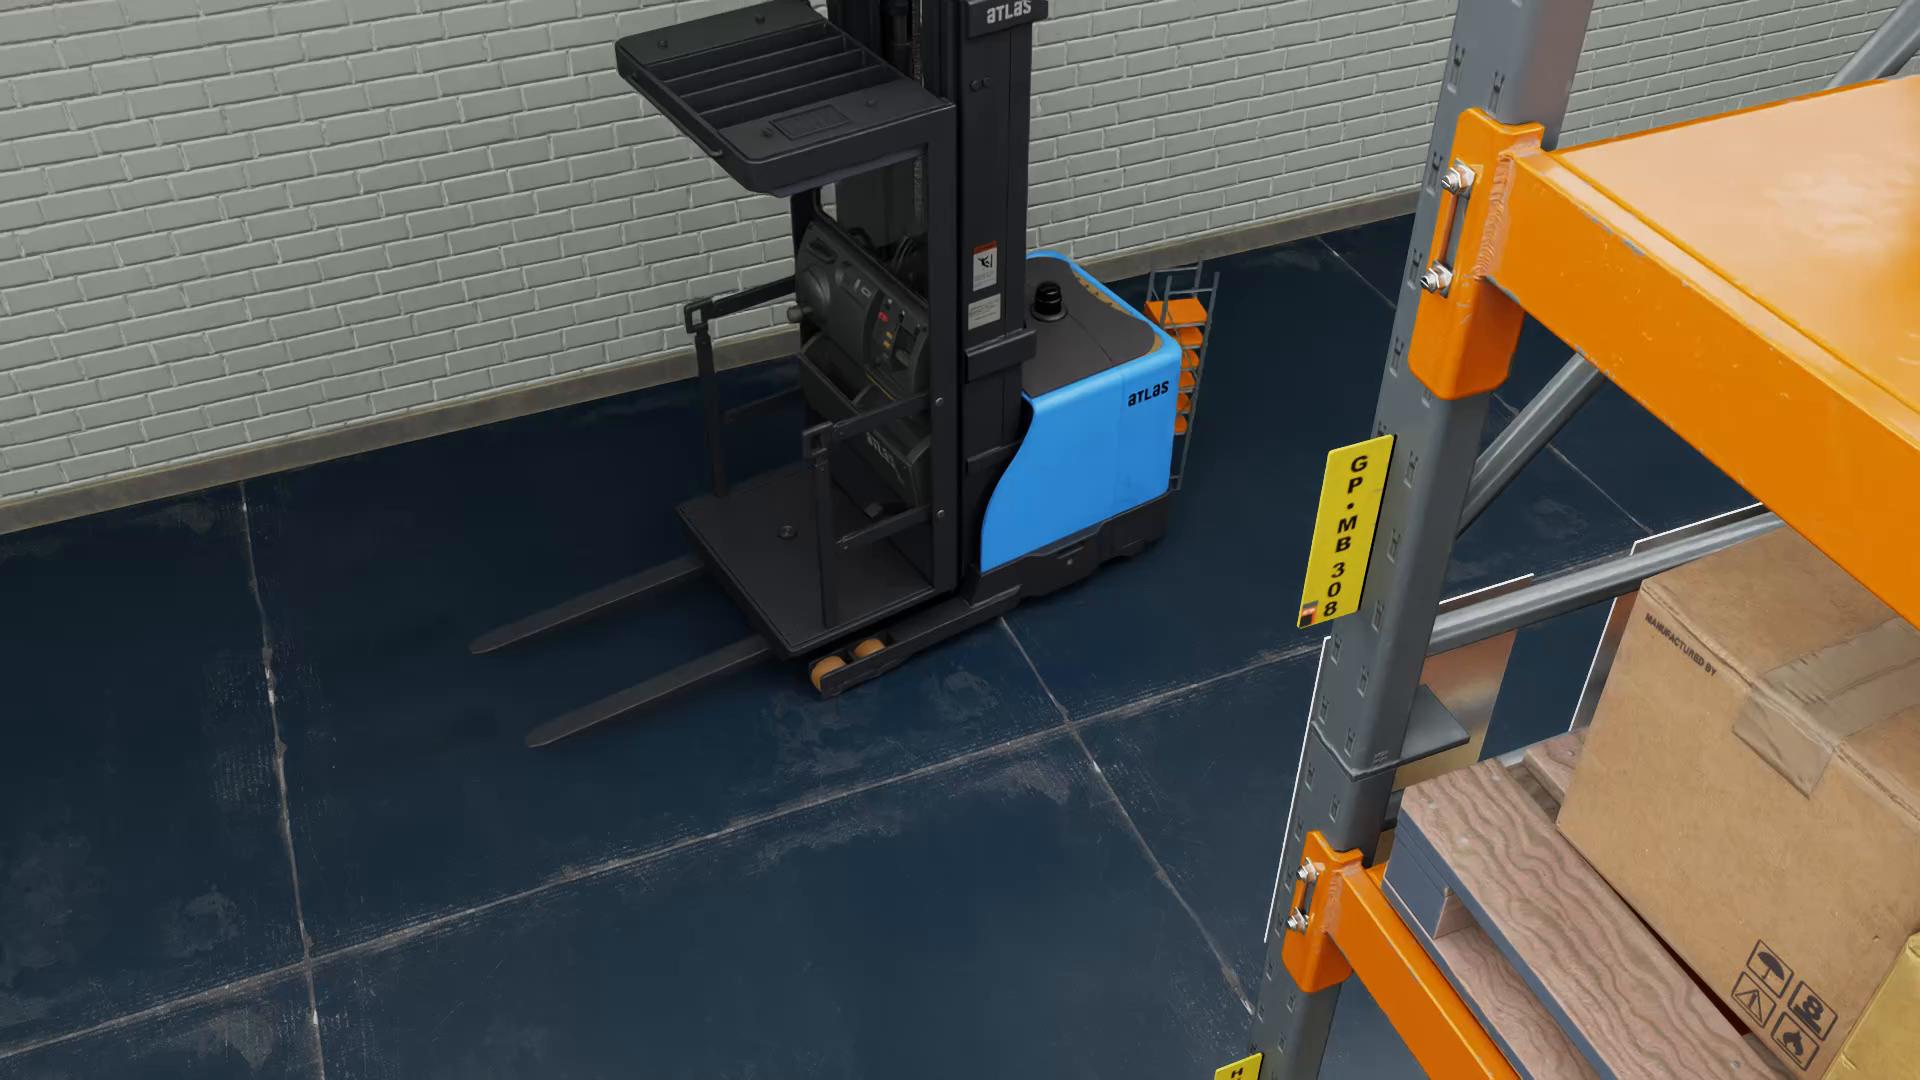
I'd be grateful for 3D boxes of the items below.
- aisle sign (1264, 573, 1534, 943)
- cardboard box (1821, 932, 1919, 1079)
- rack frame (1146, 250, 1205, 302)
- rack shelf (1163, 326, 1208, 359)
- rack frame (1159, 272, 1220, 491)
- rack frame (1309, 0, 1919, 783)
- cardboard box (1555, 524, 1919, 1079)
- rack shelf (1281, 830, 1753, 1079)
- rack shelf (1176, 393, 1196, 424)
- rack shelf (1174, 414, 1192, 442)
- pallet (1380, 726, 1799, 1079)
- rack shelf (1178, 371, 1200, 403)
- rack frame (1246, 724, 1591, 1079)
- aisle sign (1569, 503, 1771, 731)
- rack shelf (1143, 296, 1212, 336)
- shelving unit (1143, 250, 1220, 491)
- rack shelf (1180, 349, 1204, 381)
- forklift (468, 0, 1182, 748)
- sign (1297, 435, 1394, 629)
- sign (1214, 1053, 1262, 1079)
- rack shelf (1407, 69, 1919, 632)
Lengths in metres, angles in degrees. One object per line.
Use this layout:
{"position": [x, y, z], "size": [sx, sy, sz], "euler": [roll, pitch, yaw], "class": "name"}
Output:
{"position": [0.751, 0.403, 2.905], "size": [0.394, 0.787, 0.004], "euler": [-15, 43, -17], "class": "aisle sign"}
{"position": [1.408, 0.654, 1.832], "size": [0.700, 0.500, 0.500], "euler": [-17, 43, -18], "class": "cardboard box"}
{"position": [0.925, -0.800, 7.667], "size": [0.240, 1.200, 0.006], "euler": [-7, 41, -13], "class": "rack frame"}
{"position": [0.959, -0.892, 7.474], "size": [0.258, 0.103, 0.180], "euler": [-7, 41, -13], "class": "rack shelf"}
{"position": [0.970, -0.684, 7.533], "size": [0.240, 1.200, 0.006], "euler": [-7, 41, -13], "class": "rack frame"}
{"position": [1.056, -0.917, 1.834], "size": [1.000, 3.000, 0.127], "euler": [-15, 43, -17], "class": "rack frame"}
{"position": [1.304, 0.285, 2.261], "size": [0.700, 0.500, 0.500], "euler": [-18, 44, -19], "class": "cardboard box"}
{"position": [1.821, 1.698, 1.645], "size": [1.077, 0.370, 4.000], "euler": [-15, 43, -17], "class": "rack shelf"}
{"position": [0.938, -0.617, 7.706], "size": [0.258, 0.103, 0.180], "euler": [-7, 41, -13], "class": "rack shelf"}
{"position": [0.931, -0.525, 7.783], "size": [0.258, 0.103, 0.180], "euler": [-7, 41, -13], "class": "rack shelf"}
{"position": [1.349, 0.698, 2.324], "size": [1.003, 0.211, 1.213], "euler": [-15, 43, -17], "class": "pallet"}
{"position": [0.945, -0.708, 7.629], "size": [0.258, 0.103, 0.180], "euler": [-7, 41, -13], "class": "rack shelf"}
{"position": [1.056, 1.357, 3.790], "size": [1.000, 3.000, 0.127], "euler": [-15, 43, -17], "class": "rack frame"}
{"position": [1.305, 0.253, 3.080], "size": [0.394, 0.787, 0.004], "euler": [-15, 43, -17], "class": "aisle sign"}
{"position": [0.966, -0.983, 7.397], "size": [0.258, 0.103, 0.180], "euler": [-7, 41, -13], "class": "rack shelf"}
{"position": [0.947, -0.742, 7.600], "size": [0.258, 1.200, 0.189], "euler": [-7, 41, -13], "class": "shelving unit"}
{"position": [0.952, -0.800, 7.551], "size": [0.258, 0.103, 0.180], "euler": [-7, 41, -13], "class": "rack shelf"}
{"position": [-0.565, -0.858, 6.419], "size": [3.031, 2.935, 1.130], "euler": [-23, 46, -24], "class": "forklift"}
{"position": [0.541, -0.007, 2.344], "size": [0.100, 0.325, 0.005], "euler": [-15, 43, -17], "class": "sign"}
{"position": [0.541, 1.134, 3.325], "size": [0.100, 0.325, 0.005], "euler": [-15, 43, -17], "class": "sign"}
{"position": [1.821, 0.712, 0.798], "size": [1.077, 0.370, 4.000], "euler": [-15, 43, -17], "class": "rack shelf"}
